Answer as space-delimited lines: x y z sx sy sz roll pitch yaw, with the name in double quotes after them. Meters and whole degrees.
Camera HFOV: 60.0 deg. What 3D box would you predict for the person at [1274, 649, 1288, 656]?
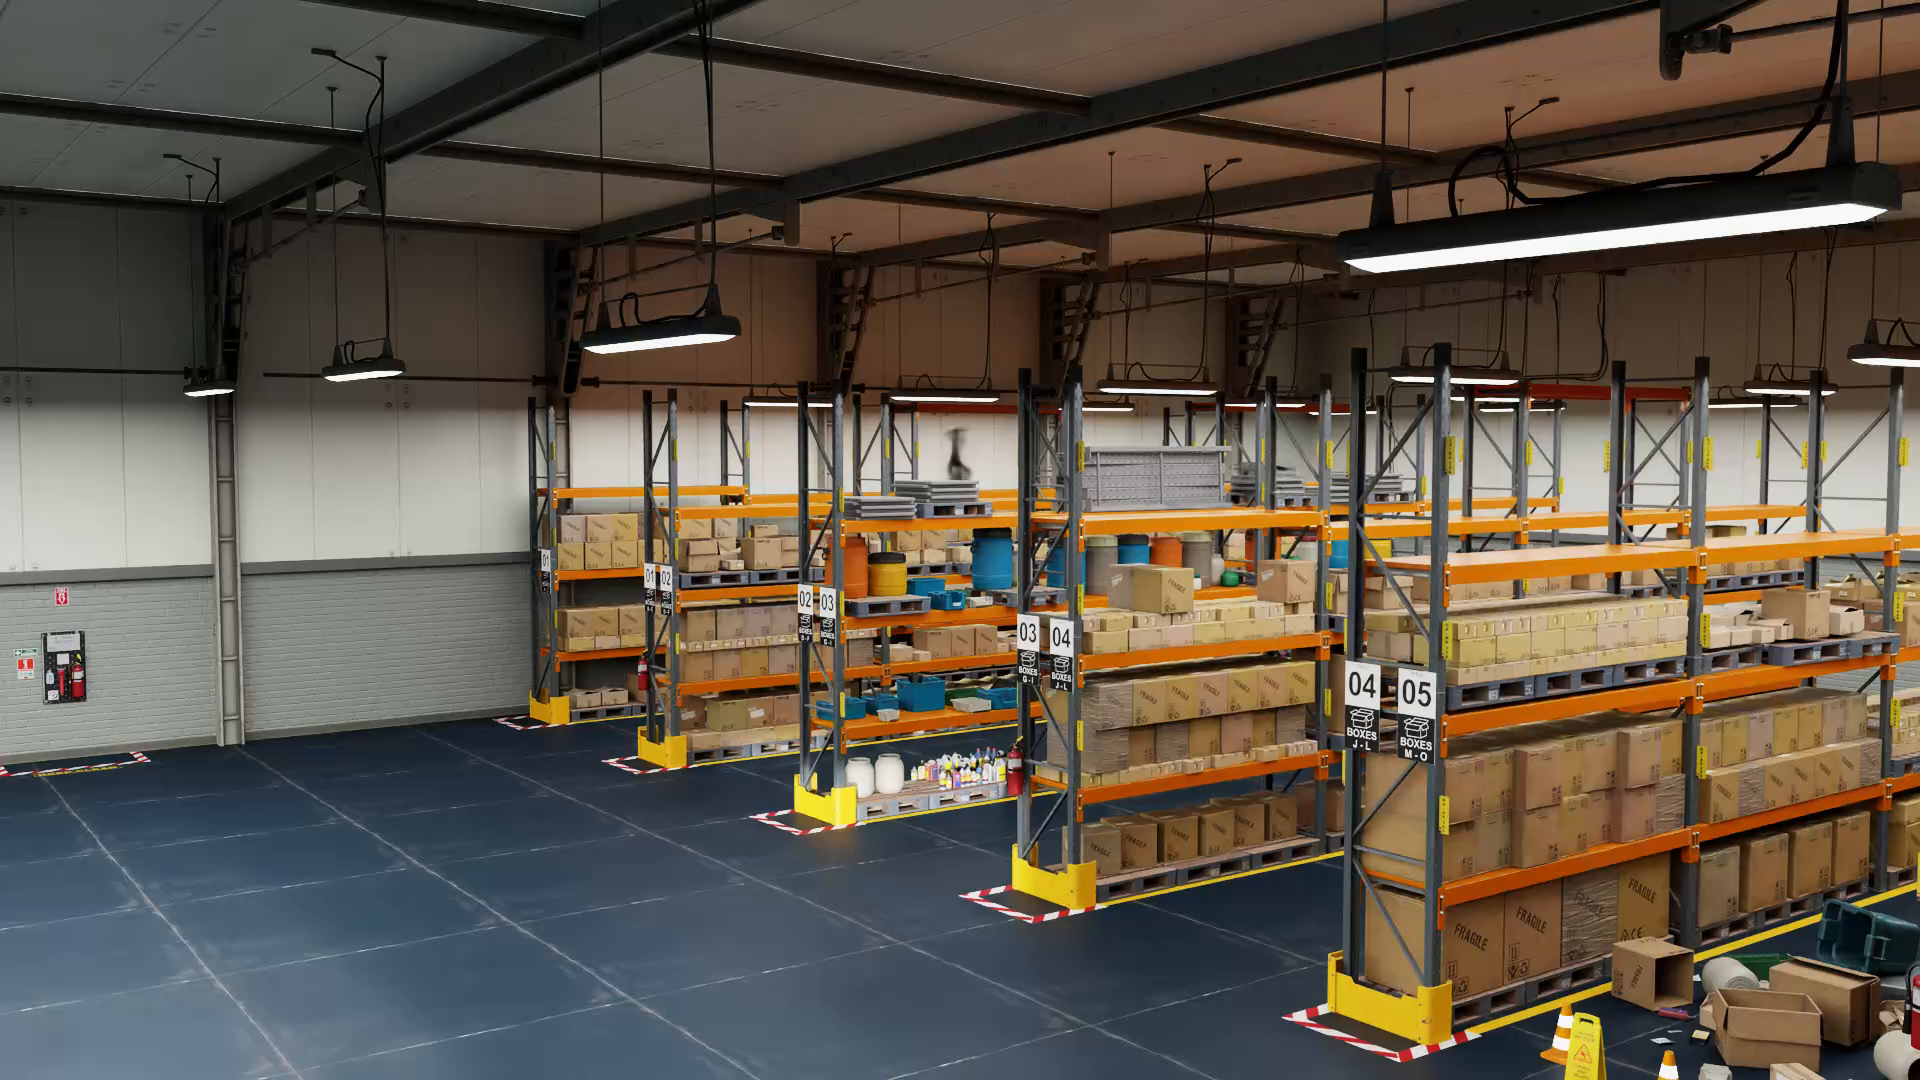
6.112 2.435 31.852 0.854 1.760 0.673 -3 4 -38 "person"
